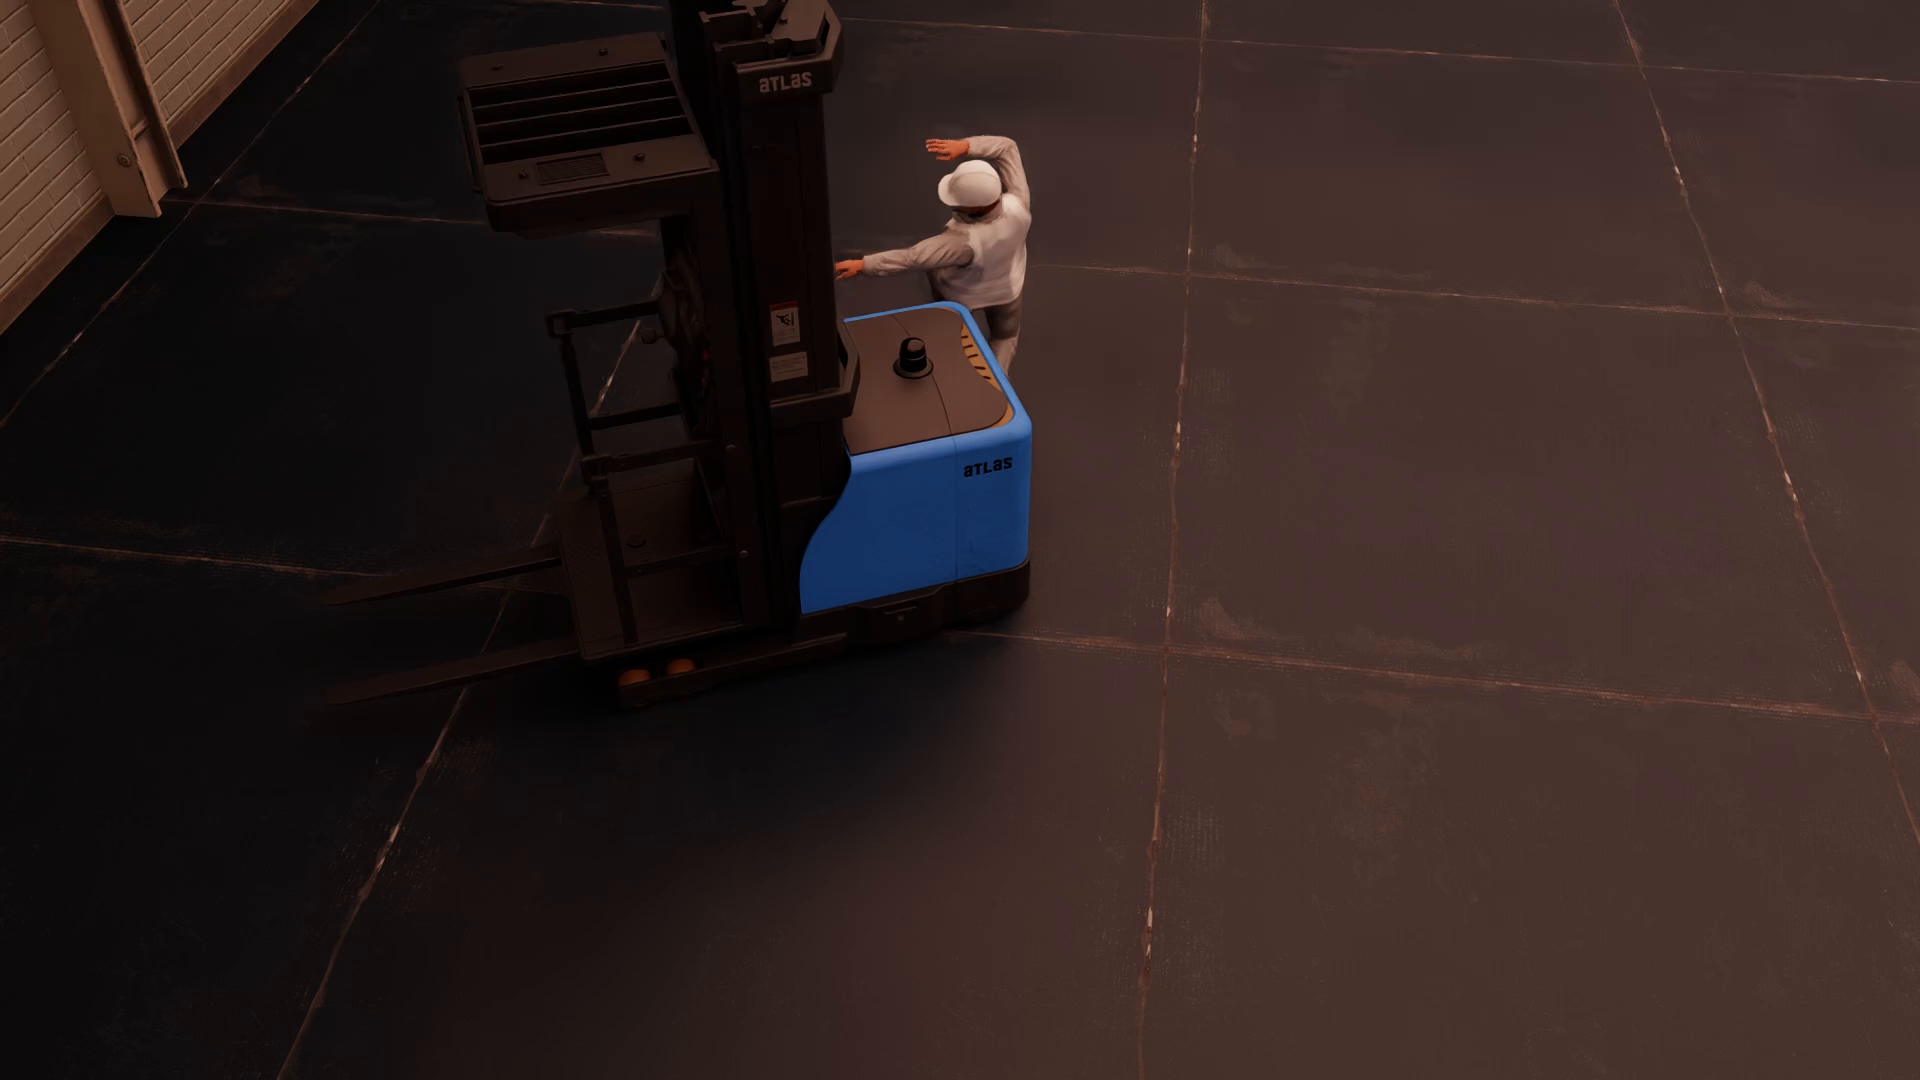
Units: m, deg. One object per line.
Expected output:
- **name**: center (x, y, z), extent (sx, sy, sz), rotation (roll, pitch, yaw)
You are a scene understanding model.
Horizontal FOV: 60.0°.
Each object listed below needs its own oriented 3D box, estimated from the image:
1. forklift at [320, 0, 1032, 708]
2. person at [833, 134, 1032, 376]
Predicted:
- **forklift**: center (-1.262, -0.769, 6.561), extent (3.031, 2.935, 1.130), rotation (-12, 44, -13)
- **person**: center (-0.199, -1.329, 8.264), extent (1.043, 1.486, 0.896), rotation (-9, 43, -10)
